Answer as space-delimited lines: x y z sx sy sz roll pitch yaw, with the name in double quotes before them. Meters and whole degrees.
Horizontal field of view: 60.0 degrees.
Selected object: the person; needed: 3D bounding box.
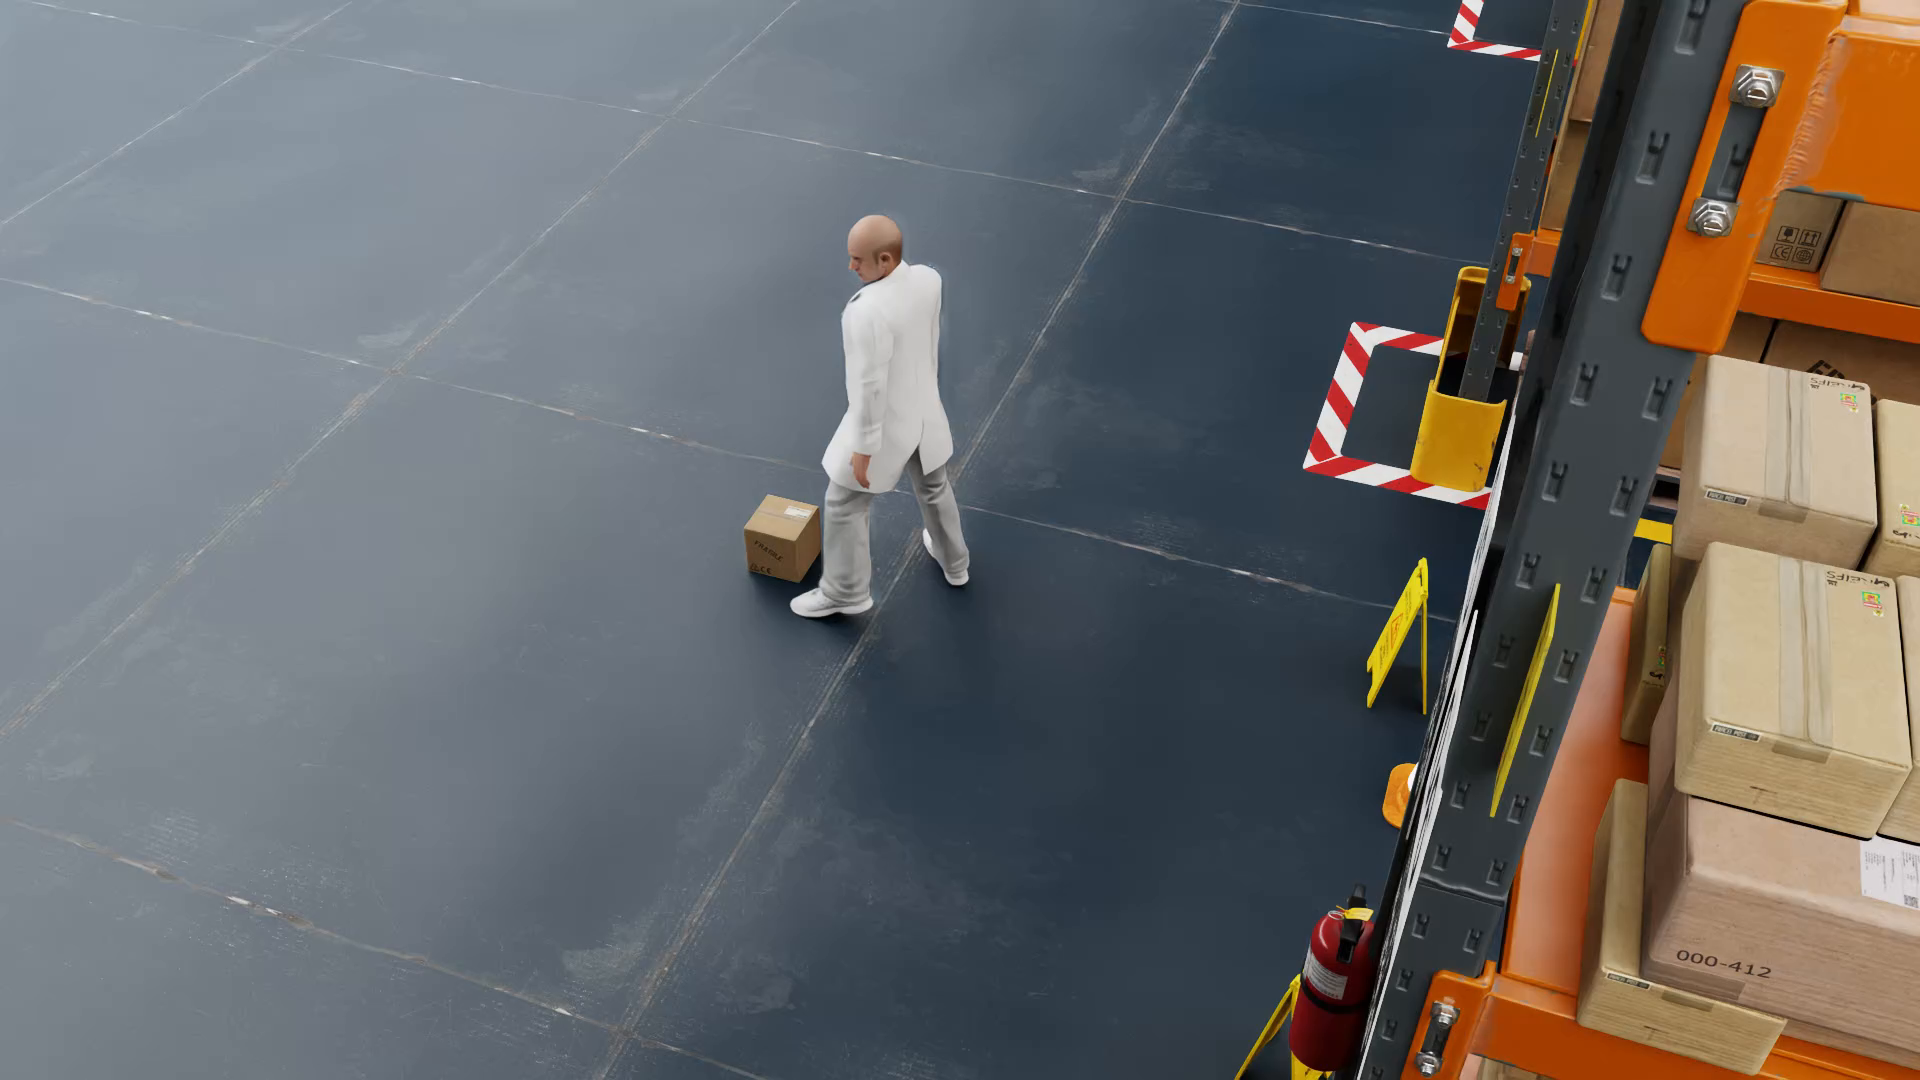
"person" -0.301 -0.466 6.700 0.531 1.798 0.773 27 48 28
